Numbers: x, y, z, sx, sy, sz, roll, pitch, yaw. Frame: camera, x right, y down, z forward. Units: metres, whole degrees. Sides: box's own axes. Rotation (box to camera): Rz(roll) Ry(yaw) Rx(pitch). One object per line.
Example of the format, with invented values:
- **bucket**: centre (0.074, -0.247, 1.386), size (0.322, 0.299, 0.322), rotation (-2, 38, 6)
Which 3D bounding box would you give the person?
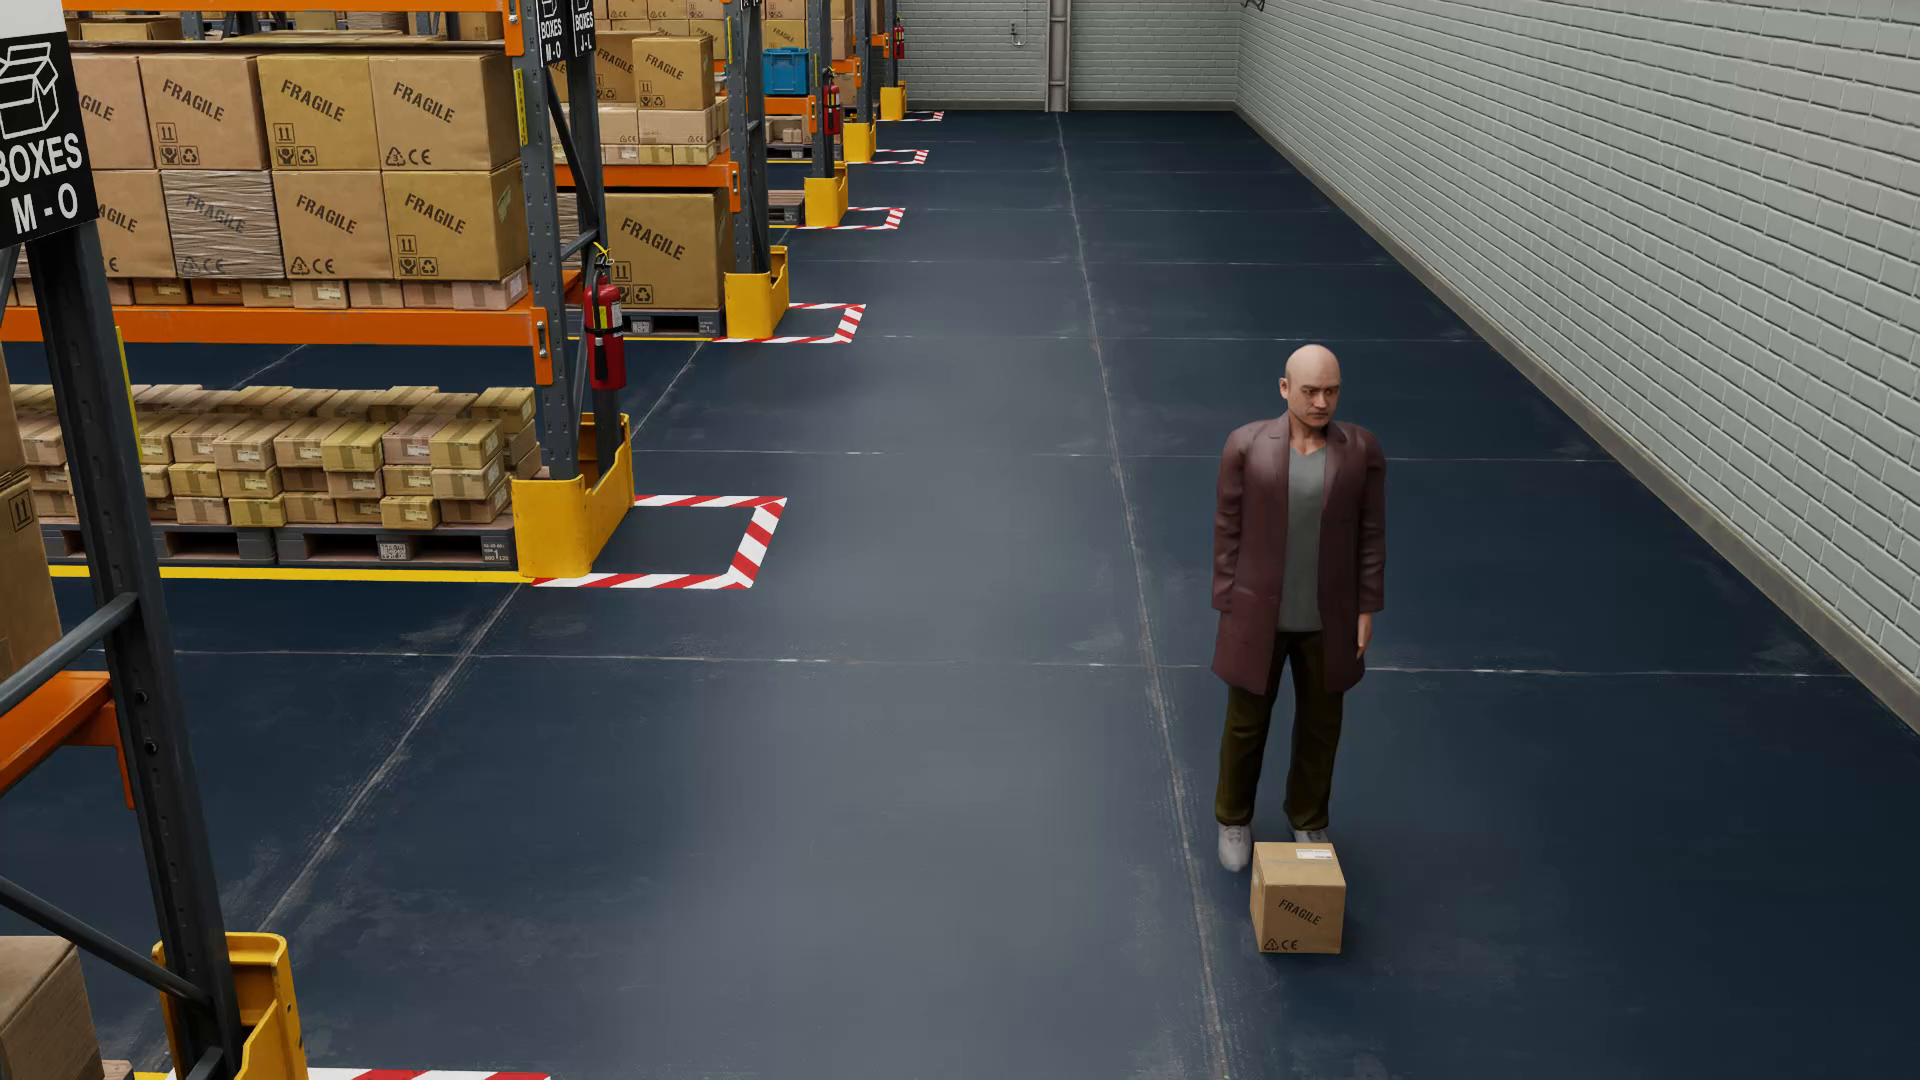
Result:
- **person**: centre (1.106, 0.245, 5.473), size (0.561, 1.793, 0.389), rotation (1, 21, 3)
